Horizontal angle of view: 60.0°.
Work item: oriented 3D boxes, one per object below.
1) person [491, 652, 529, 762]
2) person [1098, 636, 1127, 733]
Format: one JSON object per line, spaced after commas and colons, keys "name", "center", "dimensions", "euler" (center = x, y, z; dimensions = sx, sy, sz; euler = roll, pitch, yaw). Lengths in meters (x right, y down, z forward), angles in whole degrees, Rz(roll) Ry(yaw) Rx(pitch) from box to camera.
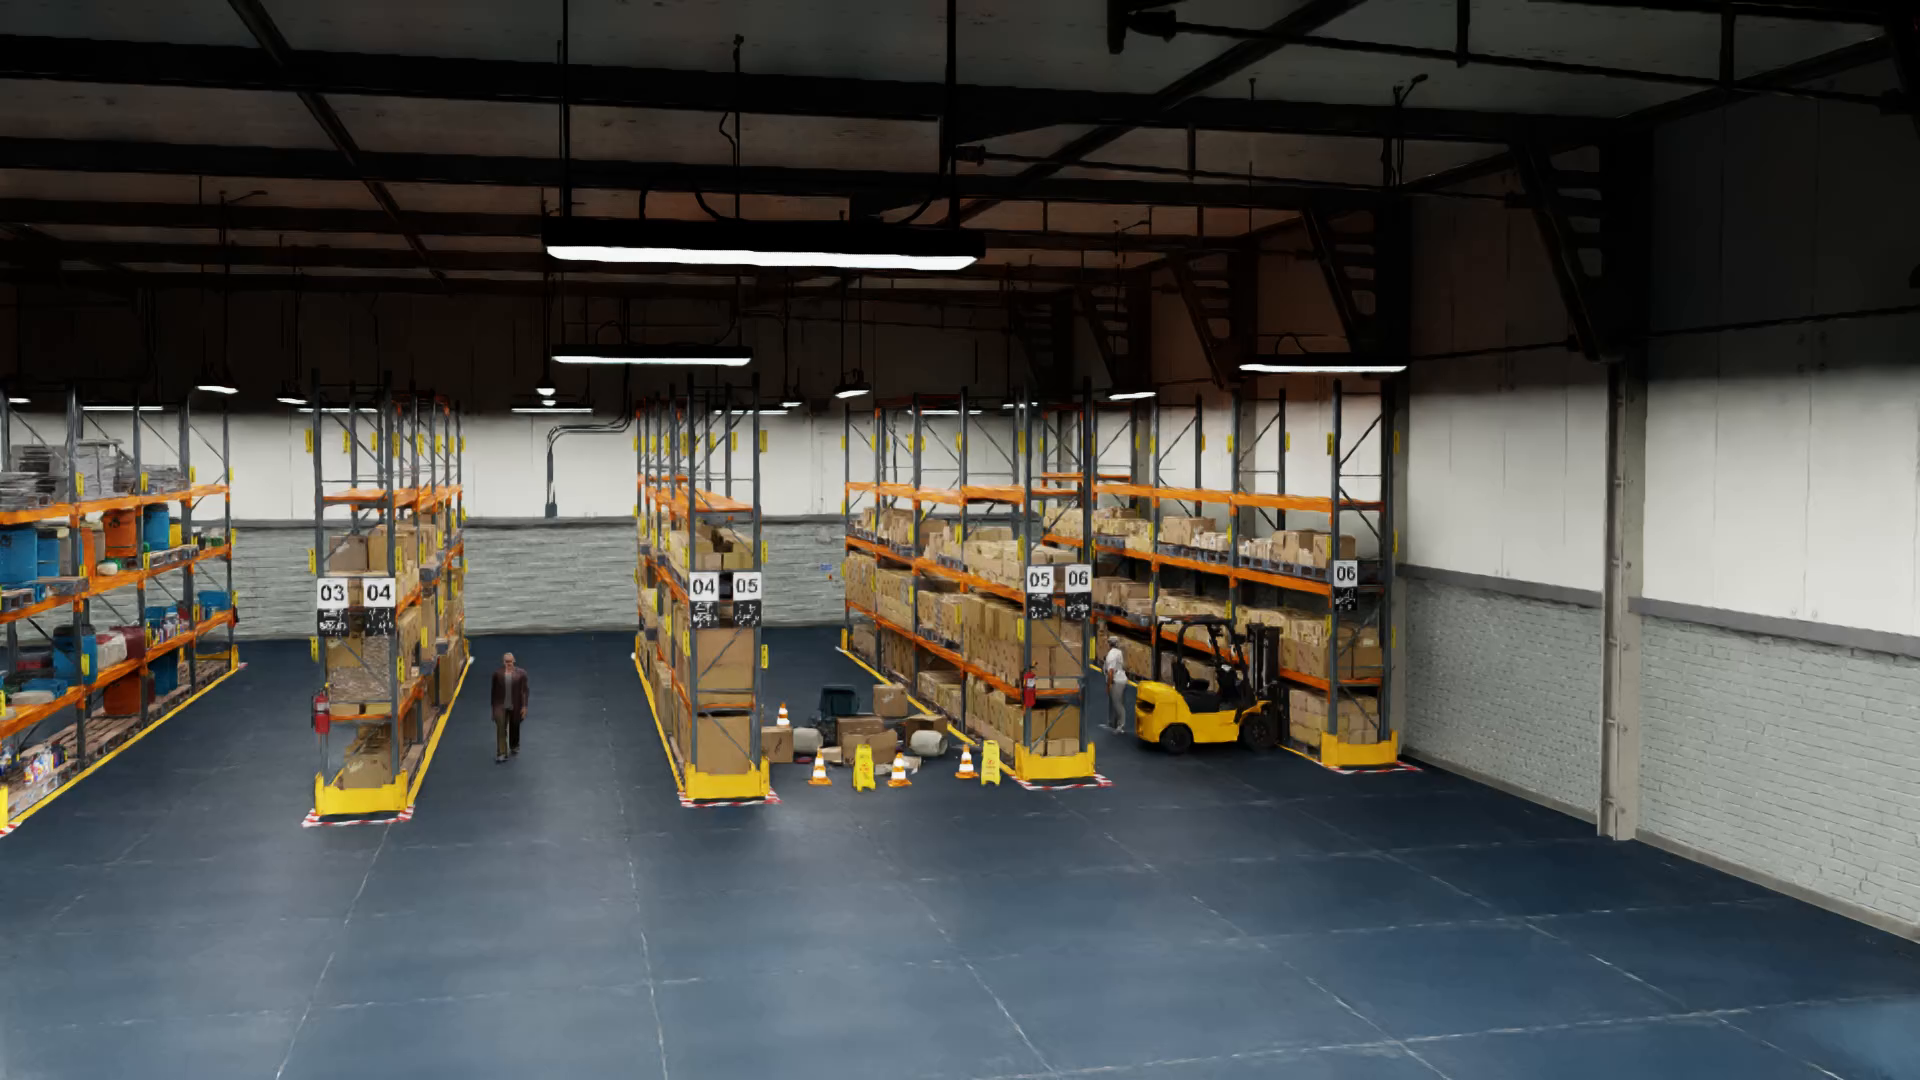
{"name": "person", "center": [-7.125, 2.614, 26.311], "dimensions": [0.588, 1.700, 1.193], "euler": [-1, 3, -16]}
{"name": "person", "center": [2.651, 2.492, 28.907], "dimensions": [0.547, 1.659, 0.591], "euler": [1, 3, 17]}
